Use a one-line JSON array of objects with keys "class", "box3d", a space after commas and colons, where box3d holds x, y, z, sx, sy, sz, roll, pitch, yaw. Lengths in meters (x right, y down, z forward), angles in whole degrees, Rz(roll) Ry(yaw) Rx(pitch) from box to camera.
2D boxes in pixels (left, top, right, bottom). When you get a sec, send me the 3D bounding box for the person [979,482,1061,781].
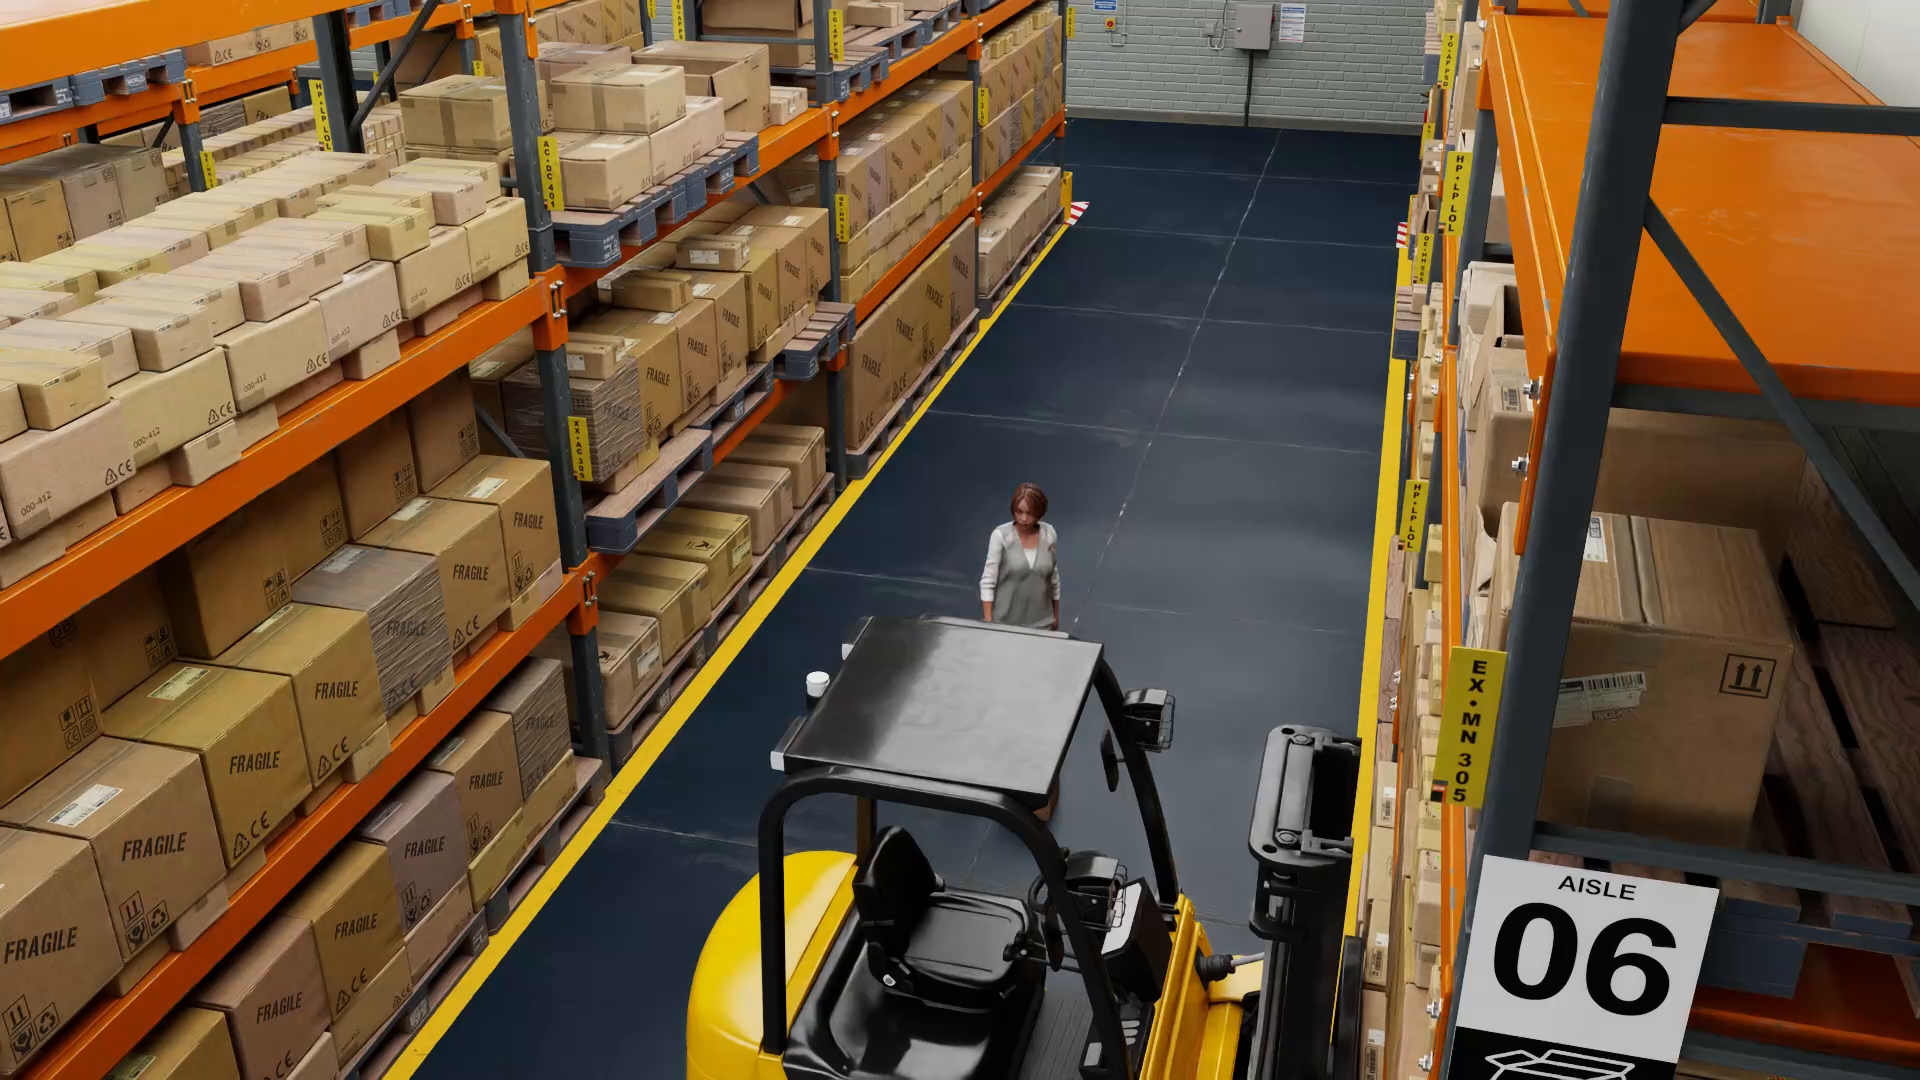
[{"class": "person", "box3d": [0.338, 0.443, 8.810, 0.453, 1.540, 0.943, -5, 26, -10]}]
